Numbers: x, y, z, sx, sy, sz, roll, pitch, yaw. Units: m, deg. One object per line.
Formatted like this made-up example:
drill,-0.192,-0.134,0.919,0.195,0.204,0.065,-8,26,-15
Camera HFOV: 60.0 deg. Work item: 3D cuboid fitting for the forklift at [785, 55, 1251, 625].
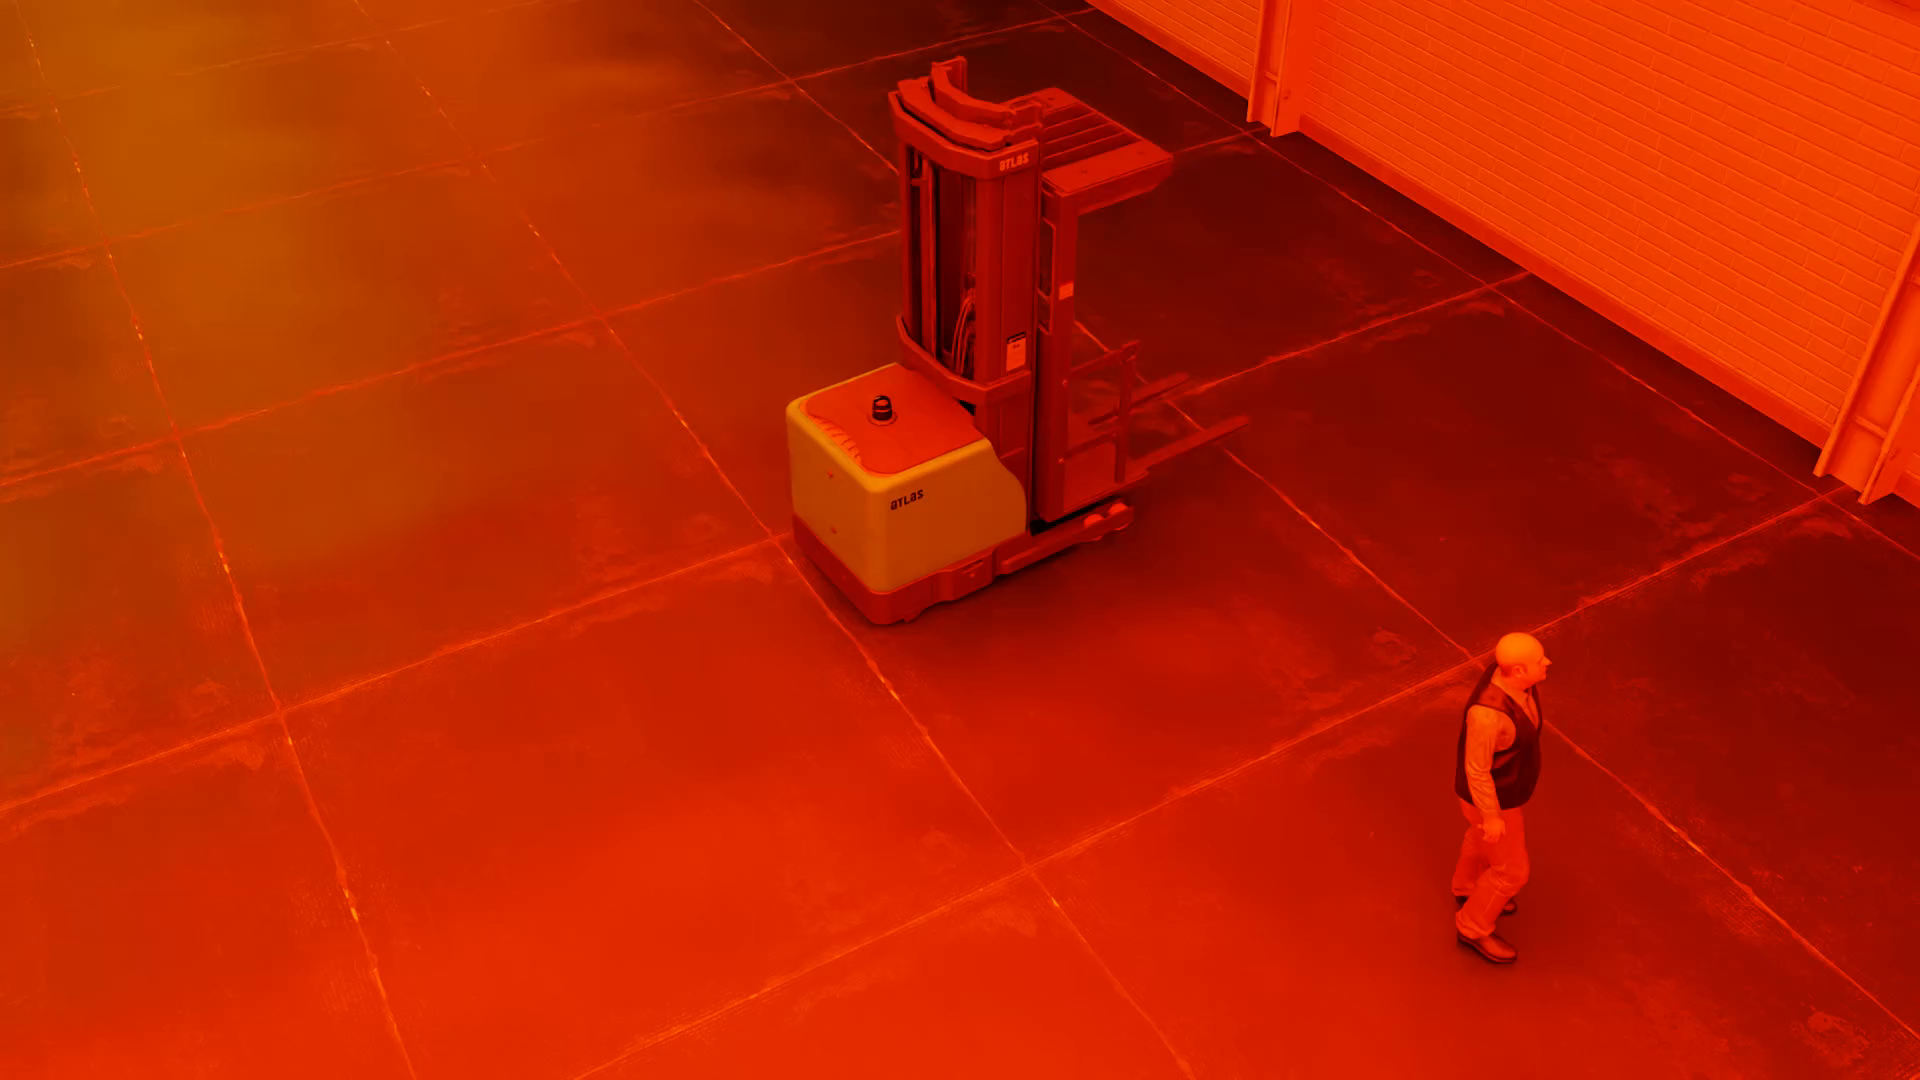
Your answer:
forklift,0.478,-1.377,9.696,3.031,2.935,1.130,-24,45,-26

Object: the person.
person,2.506,1.145,7.602,0.547,1.727,0.620,19,43,22
